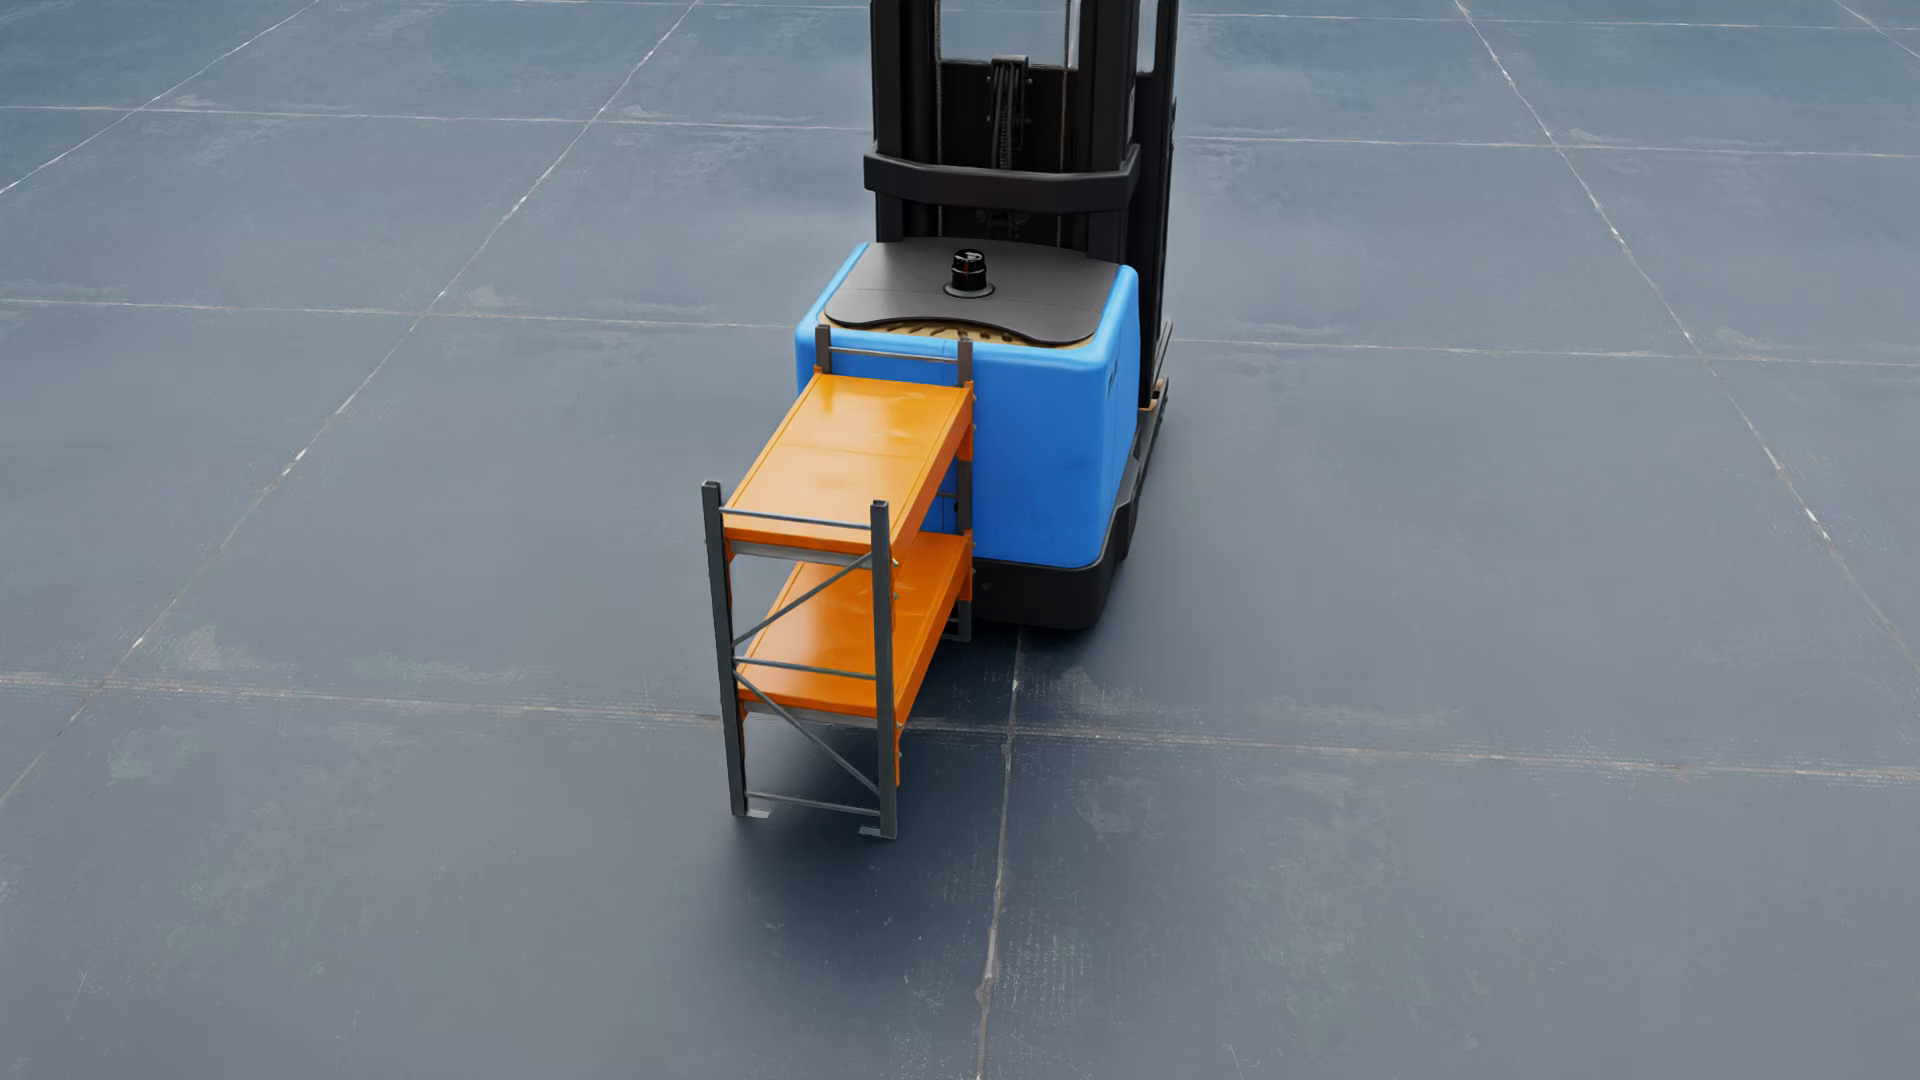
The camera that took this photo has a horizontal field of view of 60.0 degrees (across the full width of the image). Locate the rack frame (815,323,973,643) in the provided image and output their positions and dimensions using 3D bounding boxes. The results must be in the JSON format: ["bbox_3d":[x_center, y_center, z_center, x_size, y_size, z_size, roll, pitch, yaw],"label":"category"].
[{"bbox_3d":[-0.206,-0.163,5.443,0.500,1.125,0.032,7,32,11],"label":"rack frame"}]

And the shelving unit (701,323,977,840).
[{"bbox_3d":[-0.318,0.097,5.020,0.538,1.125,1.048,7,32,11],"label":"shelving unit"}]

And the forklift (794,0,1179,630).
[{"bbox_3d":[0.275,-1.706,6.225,1.130,2.935,3.031,7,32,11],"label":"forklift"}]

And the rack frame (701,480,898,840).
[{"bbox_3d":[-0.429,0.357,4.598,0.500,1.125,0.032,7,32,11],"label":"rack frame"}]

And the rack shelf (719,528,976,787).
[{"bbox_3d":[-0.318,0.305,5.149,0.538,0.278,1.000,7,32,11],"label":"rack shelf"}]

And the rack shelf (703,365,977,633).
[{"bbox_3d":[-0.318,-0.152,4.867,0.538,0.278,1.000,7,32,11],"label":"rack shelf"}]
